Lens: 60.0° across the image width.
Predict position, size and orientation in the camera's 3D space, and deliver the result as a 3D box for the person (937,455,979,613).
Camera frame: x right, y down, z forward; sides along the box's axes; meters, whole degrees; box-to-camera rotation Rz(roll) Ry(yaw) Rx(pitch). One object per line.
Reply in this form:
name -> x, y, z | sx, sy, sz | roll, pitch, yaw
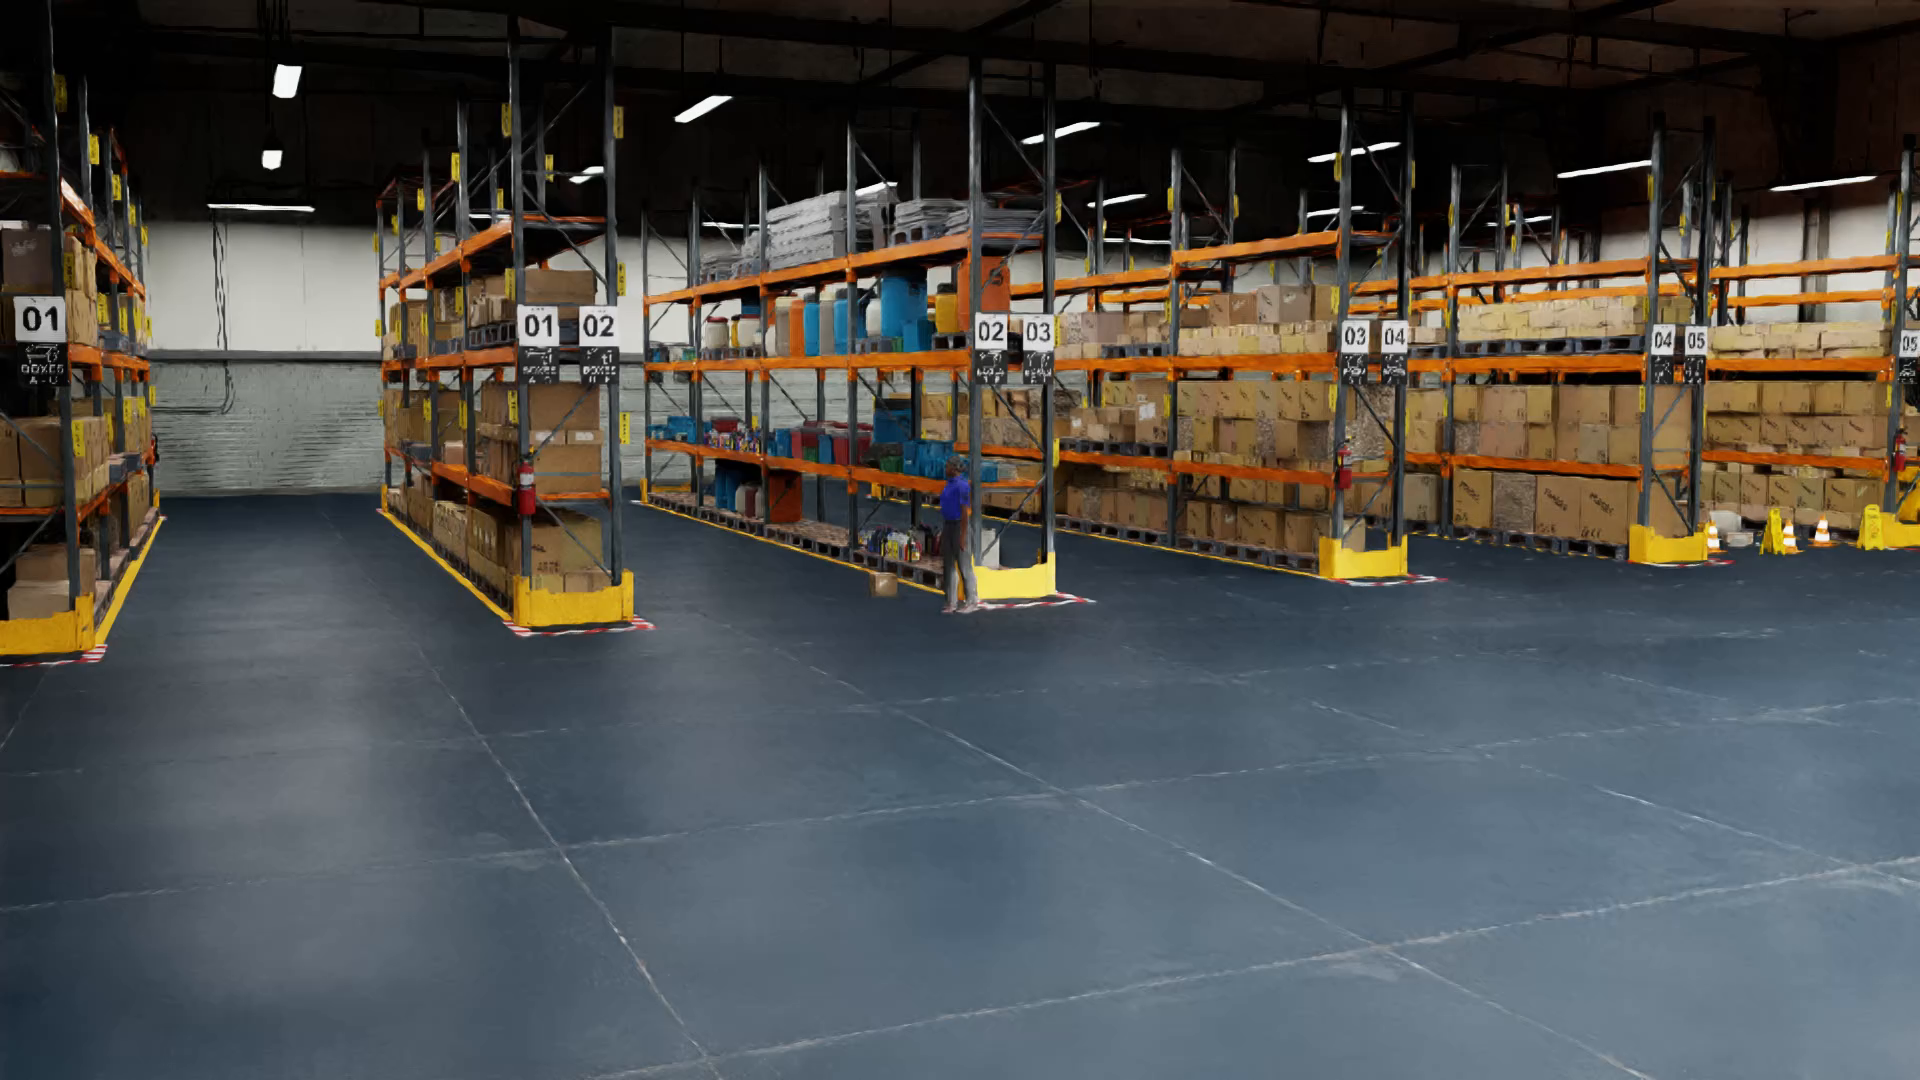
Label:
person -> -0.036, -0.064, 17.577 | 0.338, 1.666, 0.508 | -3, 6, -31
